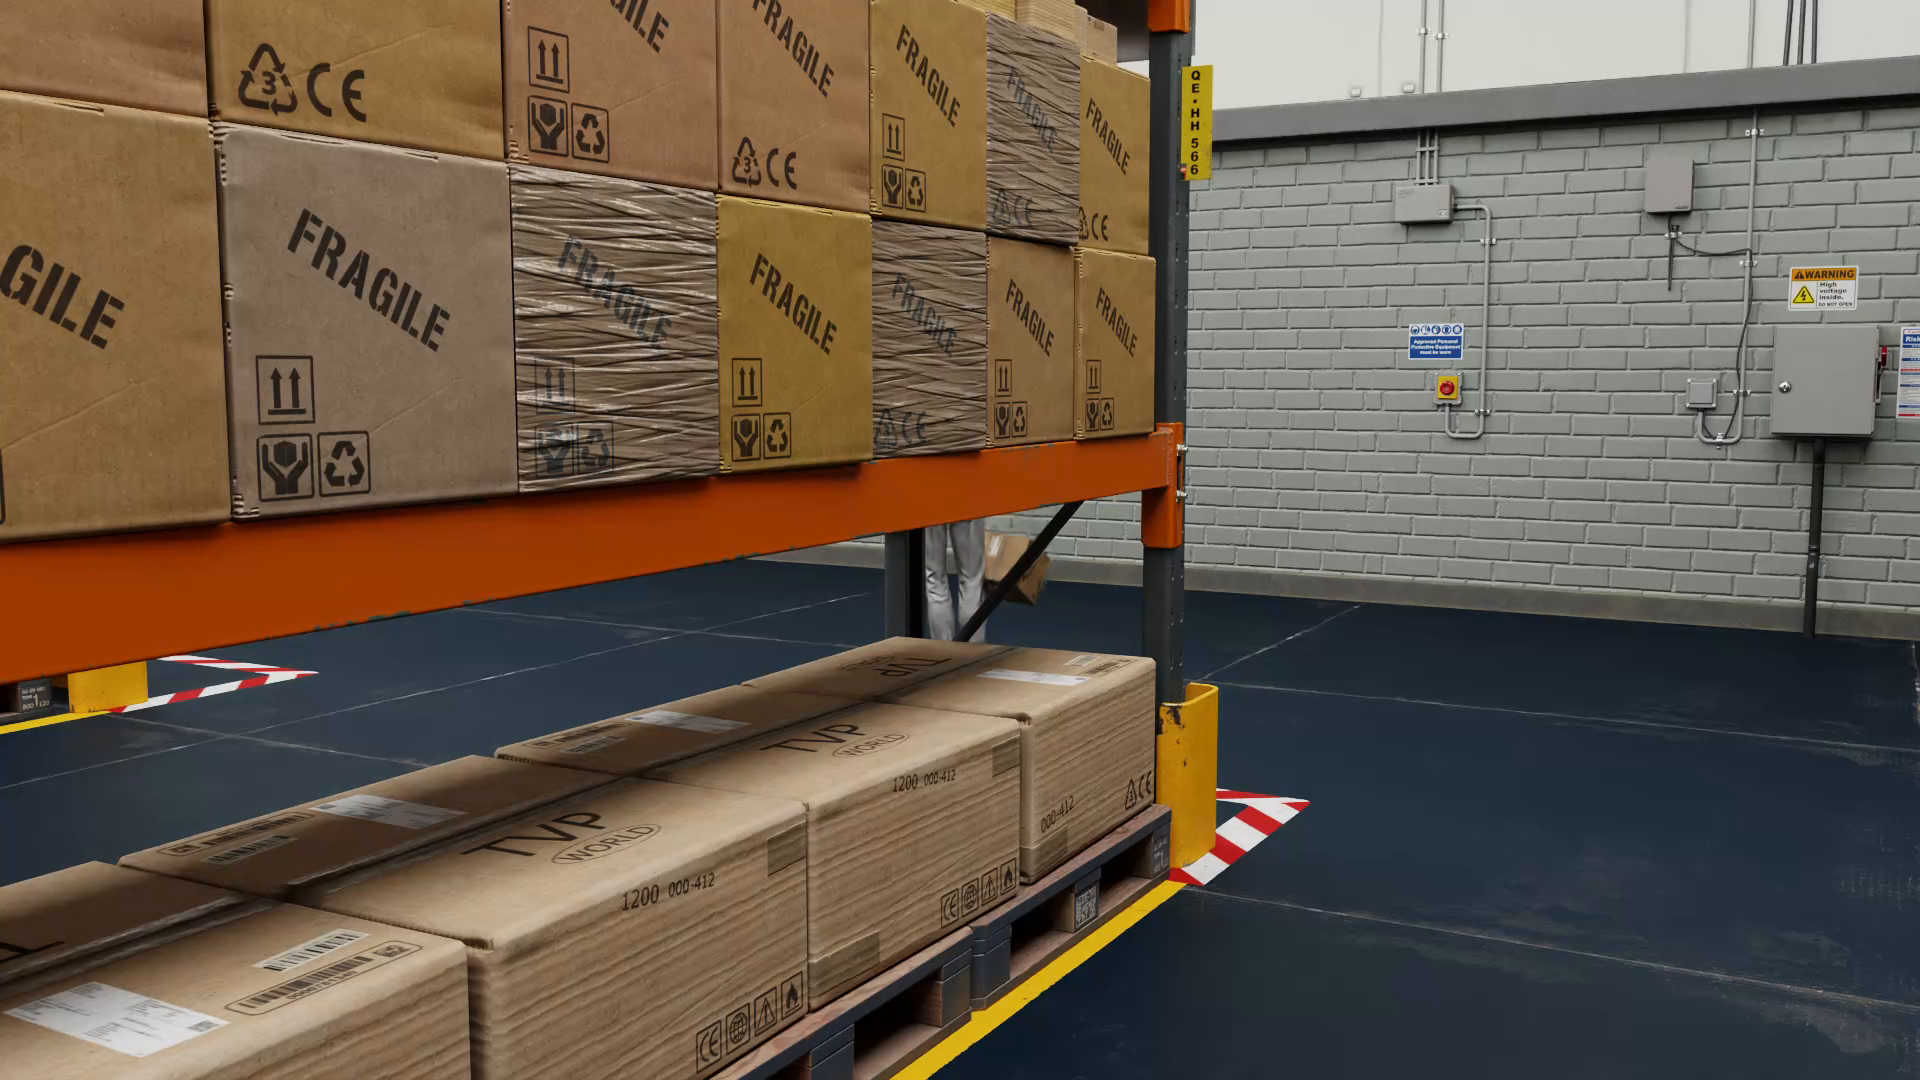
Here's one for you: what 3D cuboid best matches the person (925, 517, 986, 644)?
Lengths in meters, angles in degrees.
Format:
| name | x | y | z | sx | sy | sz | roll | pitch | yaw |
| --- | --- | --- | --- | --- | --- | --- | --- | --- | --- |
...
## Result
| name | x | y | z | sx | sy | sz | roll | pitch | yaw |
| --- | --- | --- | --- | --- | --- | --- | --- | --- | --- |
| person | -0.035 | -0.166 | 7.745 | 0.585 | 1.686 | 0.378 | -1 | 6 | -9 |
